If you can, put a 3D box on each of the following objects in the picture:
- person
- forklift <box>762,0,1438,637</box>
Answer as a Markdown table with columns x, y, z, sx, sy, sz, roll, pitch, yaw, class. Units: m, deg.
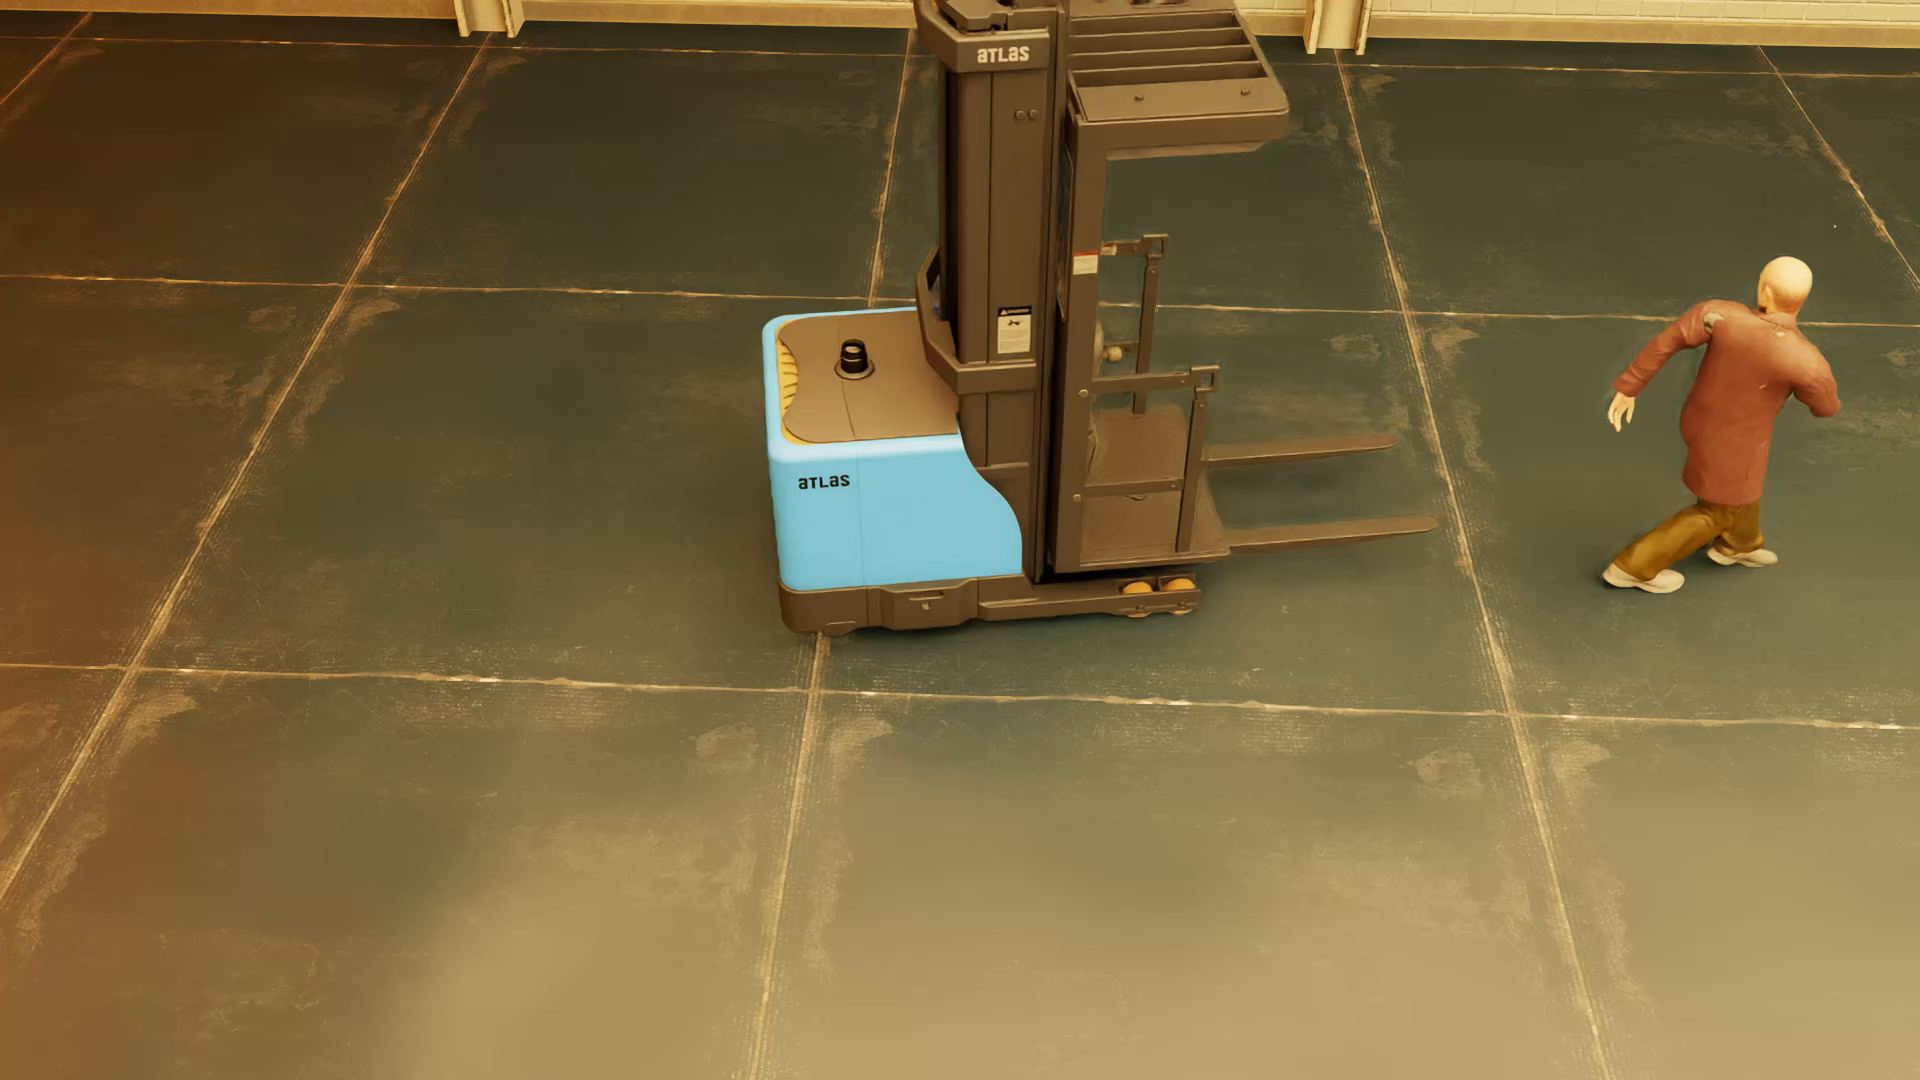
| x | y | z | sx | sy | sz | roll | pitch | yaw | class |
| --- | --- | --- | --- | --- | --- | --- | --- | --- | --- |
| 3.352 | -0.478 | 7.204 | 1.010 | 1.727 | 0.613 | -11 | 44 | -12 | person |
| 0.661 | -1.083 | 6.928 | 3.031 | 2.935 | 1.130 | -4 | 43 | -5 | forklift |
